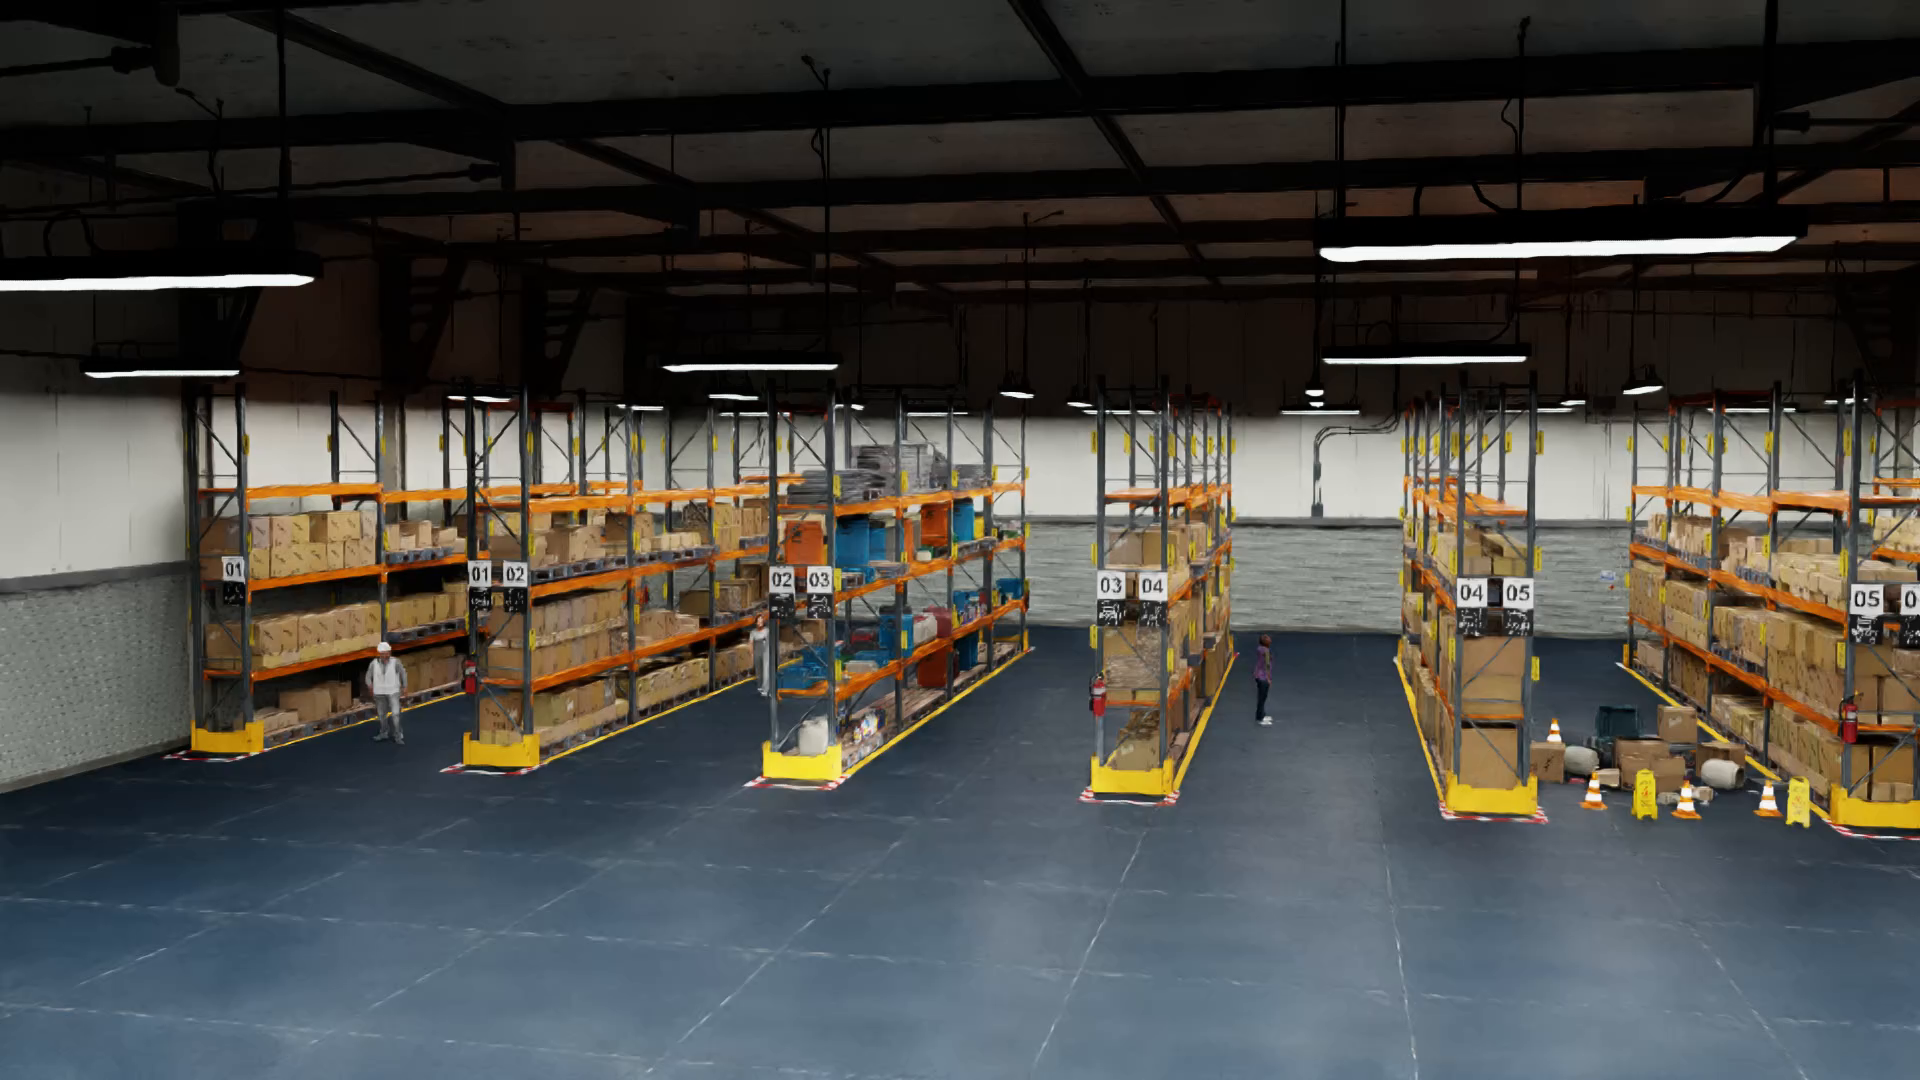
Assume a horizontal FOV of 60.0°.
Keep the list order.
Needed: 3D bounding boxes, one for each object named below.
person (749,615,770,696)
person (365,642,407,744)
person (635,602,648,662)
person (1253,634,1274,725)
[{"bbox_3d":[-3.986,2.287,33.218,0.444,1.601,1.018,0,3,4],"label":"person"},{"bbox_3d":[-9.616,2.542,27.946,0.683,1.713,0.837,0,3,-4],"label":"person"},{"bbox_3d":[-6.841,2.132,35.517,0.542,1.645,1.126,1,3,15],"label":"person"},{"bbox_3d":[5.473,2.481,29.821,0.423,1.599,0.499,-1,3,-13],"label":"person"}]
